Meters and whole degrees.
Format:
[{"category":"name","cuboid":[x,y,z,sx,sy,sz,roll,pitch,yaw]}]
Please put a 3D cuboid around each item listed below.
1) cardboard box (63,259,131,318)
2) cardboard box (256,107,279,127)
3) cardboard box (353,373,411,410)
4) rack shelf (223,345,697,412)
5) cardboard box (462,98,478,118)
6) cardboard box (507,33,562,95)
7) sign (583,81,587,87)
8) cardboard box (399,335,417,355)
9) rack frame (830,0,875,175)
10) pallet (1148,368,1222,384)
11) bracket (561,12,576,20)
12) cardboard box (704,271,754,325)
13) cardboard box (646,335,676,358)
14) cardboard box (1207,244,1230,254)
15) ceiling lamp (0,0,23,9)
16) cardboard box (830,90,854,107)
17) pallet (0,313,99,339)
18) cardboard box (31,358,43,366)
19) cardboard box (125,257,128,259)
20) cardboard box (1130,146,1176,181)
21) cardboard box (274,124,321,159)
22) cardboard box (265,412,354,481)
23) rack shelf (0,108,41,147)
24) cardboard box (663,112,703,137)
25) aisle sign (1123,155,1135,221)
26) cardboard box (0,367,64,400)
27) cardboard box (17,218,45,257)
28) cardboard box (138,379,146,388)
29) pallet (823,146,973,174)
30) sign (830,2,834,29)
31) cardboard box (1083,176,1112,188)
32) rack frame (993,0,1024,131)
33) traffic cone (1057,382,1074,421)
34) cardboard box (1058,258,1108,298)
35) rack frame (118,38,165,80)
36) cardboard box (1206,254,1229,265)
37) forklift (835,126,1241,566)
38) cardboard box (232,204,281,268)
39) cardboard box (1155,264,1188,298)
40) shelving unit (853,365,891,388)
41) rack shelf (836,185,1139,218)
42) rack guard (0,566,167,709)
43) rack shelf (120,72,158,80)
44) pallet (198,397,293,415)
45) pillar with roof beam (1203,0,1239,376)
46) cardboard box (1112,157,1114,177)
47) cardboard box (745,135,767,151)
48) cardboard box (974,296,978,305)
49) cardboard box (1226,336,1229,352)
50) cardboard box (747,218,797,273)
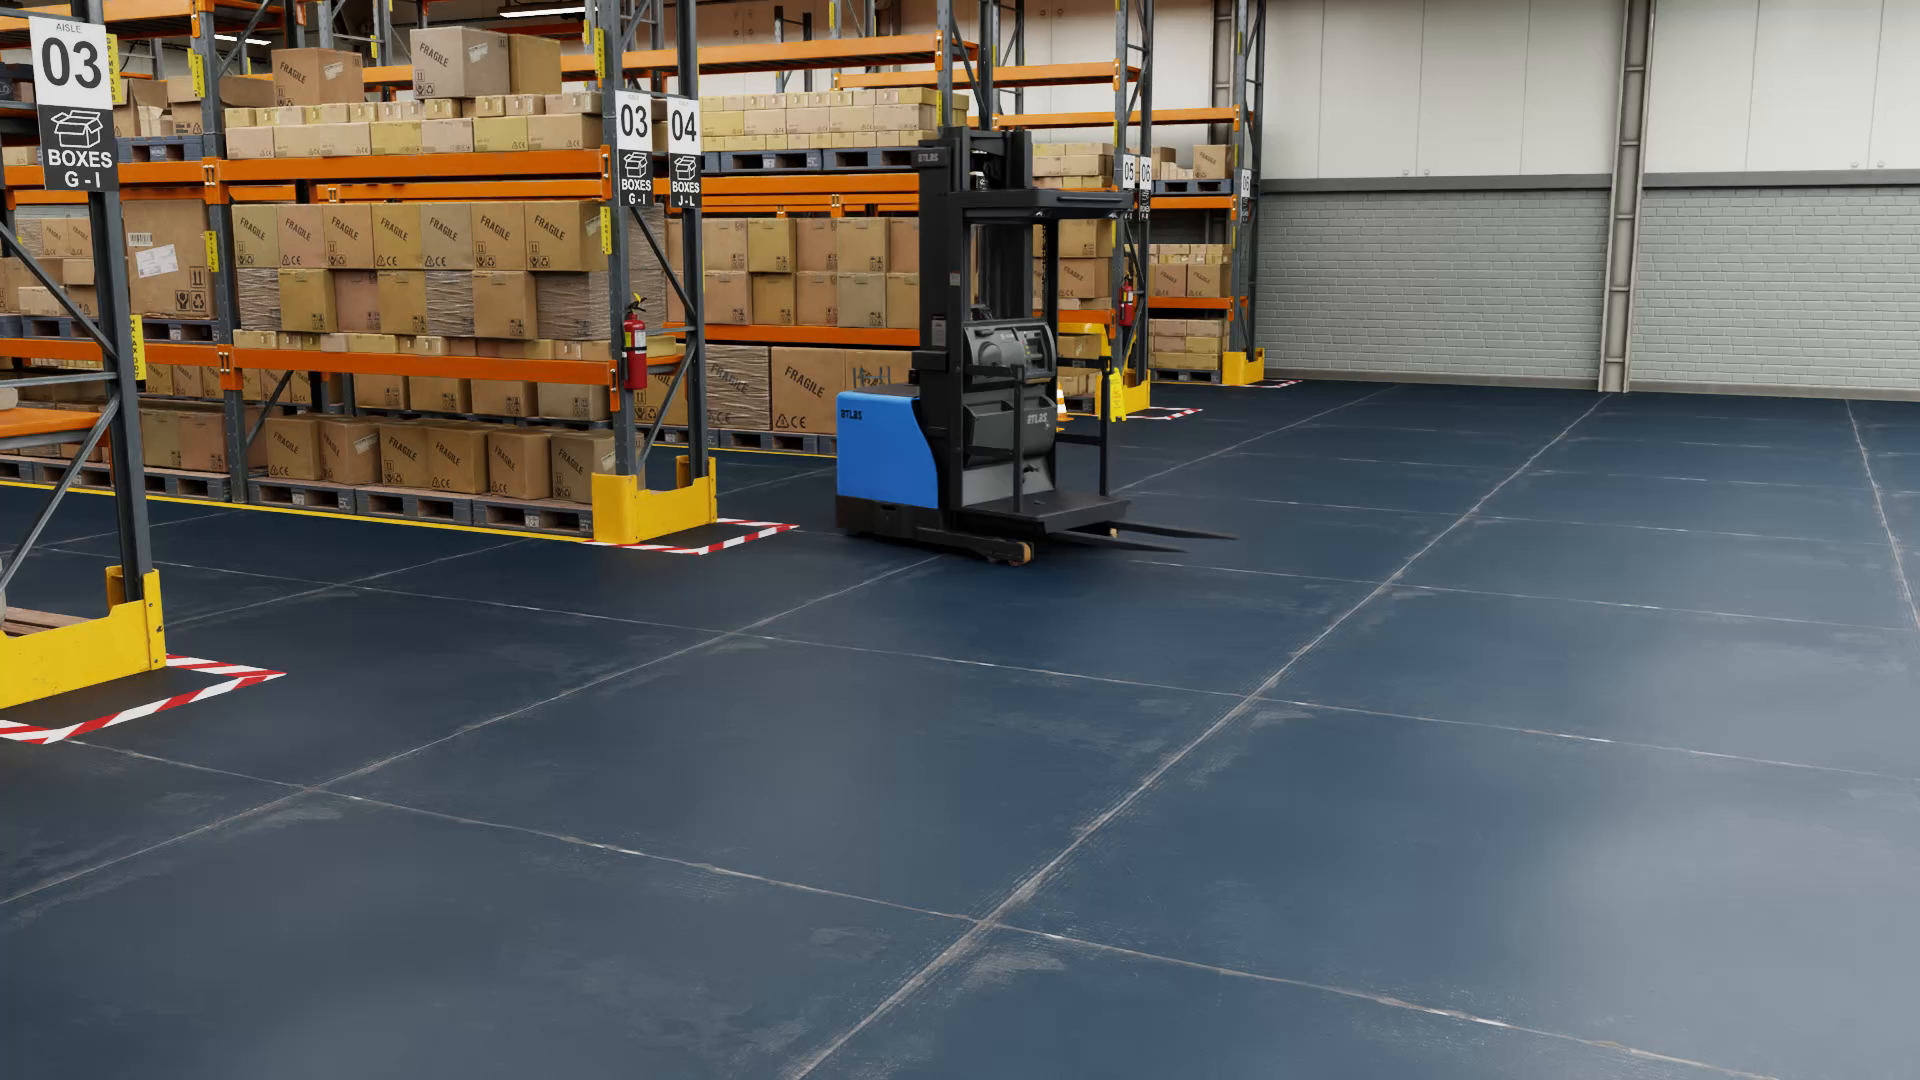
[{"category":"cardboard box","cuboid":[-7.410,-2.235,14.686,0.637,0.503,0.797,6,12,32]},{"category":"cardboard box","cuboid":[-5.391,-3.369,13.301,0.250,0.149,0.380,4,11,23]},{"category":"cardboard box","cuboid":[-6.610,-1.992,19.952,0.750,0.750,1.050,5,11,25]},{"category":"rack shelf","cuboid":[-4.021,-1.344,13.253,4.000,0.370,1.077,5,11,26]},{"category":"cardboard box","cuboid":[-3.492,-3.209,12.419,0.250,0.149,0.380,5,11,26]},{"category":"cardboard box","cuboid":[-3.439,-3.618,12.855,0.500,0.500,0.500,5,11,26]},{"category":"sign","cuboid":[-6.668,-8.227,29.574,0.005,0.325,0.100,5,11,26]},{"category":"cardboard box","cuboid":[-4.160,-1.538,13.013,0.250,0.149,0.380,5,11,26]},{"category":"rack frame","cuboid":[-1.430,-6.390,22.270,0.127,3.000,1.000,5,11,26]},{"category":"pallet","cuboid":[3.646,-2.597,25.989,1.213,0.211,1.003,5,11,26]},{"category":"bracket","cuboid":[-7.166,-9.760,30.780,0.430,0.232,0.235,5,11,26]},{"category":"cardboard box","cuboid":[-2.258,-2.585,17.670,0.550,0.550,0.875,5,11,26]},{"category":"cardboard box","cuboid":[-2.378,-1.477,12.675,0.250,0.149,0.380,5,11,26]},{"category":"cardboard box","cuboid":[3.936,-4.425,25.321,0.250,0.149,0.380,5,11,26]},{"category":"ceiling lamp","cuboid":[-15.671,-10.032,26.004,0.800,3.185,2.000,5,11,26]},{"category":"cardboard box","cuboid":[-1.080,-4.358,16.469,0.250,0.149,0.380,5,12,27]},{"category":"pallet","cuboid":[-8.716,-2.037,15.602,1.003,0.211,1.213,5,11,26]},{"category":"cardboard box","cuboid":[-12.340,-2.444,22.467,0.250,0.149,0.380,5,11,24]},{"category":"cardboard box","cuboid":[-10.554,-3.541,21.230,0.250,0.149,0.380,6,12,29]},{"category":"cardboard box","cuboid":[2.971,-5.790,25.634,0.500,0.500,0.700,5,11,26]},{"category":"cardboard box","cuboid":[-5.048,-3.140,13.158,0.500,0.250,0.500,5,11,25]},{"category":"cardboard box","cuboid":[-5.474,-0.794,14.035,0.500,0.500,0.500,5,11,24]},{"category":"rack shelf","cuboid":[-6.213,-2.029,8.615,4.000,0.370,1.077,5,11,26]},{"category":"cardboard box","cuboid":[-2.762,-4.321,17.387,0.500,0.250,0.500,5,11,25]},{"category":"aisle sign","cuboid":[2.085,-4.351,20.548,0.004,0.787,0.394,5,11,26]},{"category":"cardboard box","cuboid":[-8.788,-1.478,15.652,0.500,0.250,0.500,6,12,28]},{"category":"cardboard box","cuboid":[-12.164,-4.034,22.173,0.500,0.500,0.500,5,12,27]},{"category":"cardboard box","cuboid":[-10.888,-2.154,22.534,0.250,0.149,0.380,4,11,23]},{"category":"pallet","cuboid":[-0.612,-3.814,16.705,1.213,0.211,1.003,5,11,26]},{"category":"sign","cuboid":[-1.670,-6.839,21.680,0.005,0.325,0.100,5,11,26]},{"category":"cardboard box","cuboid":[1.714,-4.459,20.727,0.250,0.149,0.380,5,11,26]},{"category":"rack frame","cuboid":[0.763,-7.183,26.652,0.127,3.000,1.000,5,11,26]},{"category":"traffic cone","cuboid":[1.201,-1.702,20.338,0.334,0.463,0.336,5,11,26]},{"category":"cardboard box","cuboid":[1.549,-3.317,21.021,0.500,0.500,0.500,5,11,25]},{"category":"rack frame","cuboid":[-10.704,-6.222,21.341,0.127,3.000,1.000,5,11,26]},{"category":"cardboard box","cuboid":[3.915,-4.267,25.282,0.250,0.149,0.380,5,11,27]},{"category":"forklift","cuboid":[0.514,-1.371,11.576,3.031,2.935,1.130,9,13,40]},{"category":"cardboard box","cuboid":[-5.524,-2.467,13.515,0.500,0.500,0.500,5,11,26]},{"category":"cardboard box","cuboid":[3.332,-4.004,25.652,0.500,0.500,0.500,5,12,28]},{"category":"shelving unit","cuboid":[-0.666,-0.752,12.975,0.258,1.200,0.189,-4,5,-22]},{"category":"rack shelf","cuboid":[0.364,-4.403,21.730,4.000,0.370,1.077,5,11,26]},{"category":"rack guard","cuboid":[-4.508,0.482,8.161,0.348,0.500,1.175,5,11,26]},{"category":"rack shelf","cuboid":[-12.497,-6.024,22.276,4.000,0.370,1.077,5,11,26]},{"category":"pallet","cuboid":[-8.907,-1.741,21.256,1.213,0.211,1.003,5,11,26]},{"category":"pillar with roof beam","cuboid":[2.220,-6.379,22.210,0.400,9.000,9.100,5,11,26]},{"category":"cardboard box","cuboid":[1.824,-4.754,21.237,0.500,0.250,0.500,5,11,25]},{"category":"cardboard box","cuboid":[-1.989,-4.045,16.980,0.250,0.149,0.380,5,11,27]},{"category":"cardboard box","cuboid":[0.365,-3.118,21.742,0.250,0.149,0.380,5,11,26]},{"category":"cardboard box","cuboid":[4.021,-3.086,25.995,0.500,0.250,0.500,5,12,27]},{"category":"cardboard box","cuboid":[-1.767,-3.080,17.375,0.500,0.550,0.875,5,11,26]}]
